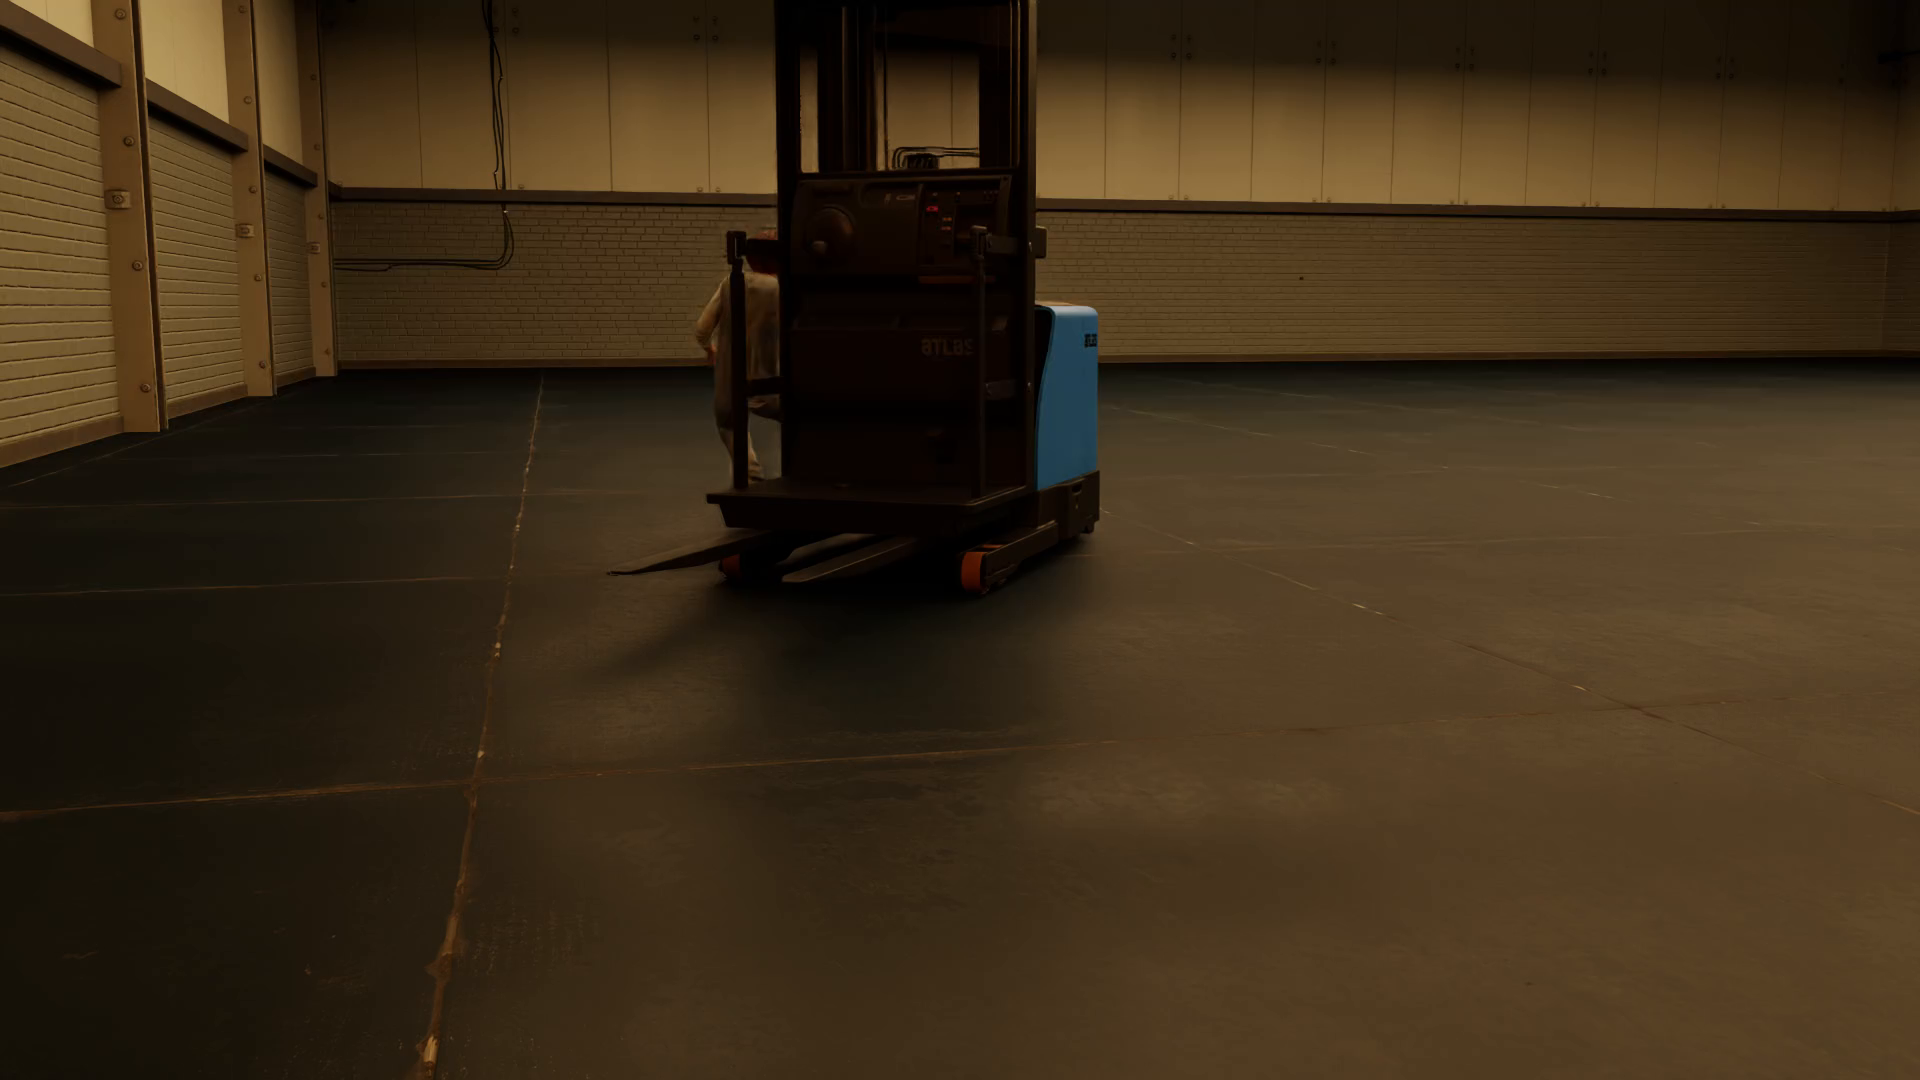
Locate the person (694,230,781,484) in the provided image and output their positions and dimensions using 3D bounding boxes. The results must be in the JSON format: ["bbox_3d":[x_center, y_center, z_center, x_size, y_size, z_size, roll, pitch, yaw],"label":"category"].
[{"bbox_3d":[-0.922,-0.750,8.083,0.713,1.454,0.642,2,8,13],"label":"person"}]

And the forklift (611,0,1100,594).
[{"bbox_3d":[-0.311,-1.311,6.501,1.130,2.935,3.031,3,8,19],"label":"forklift"}]
